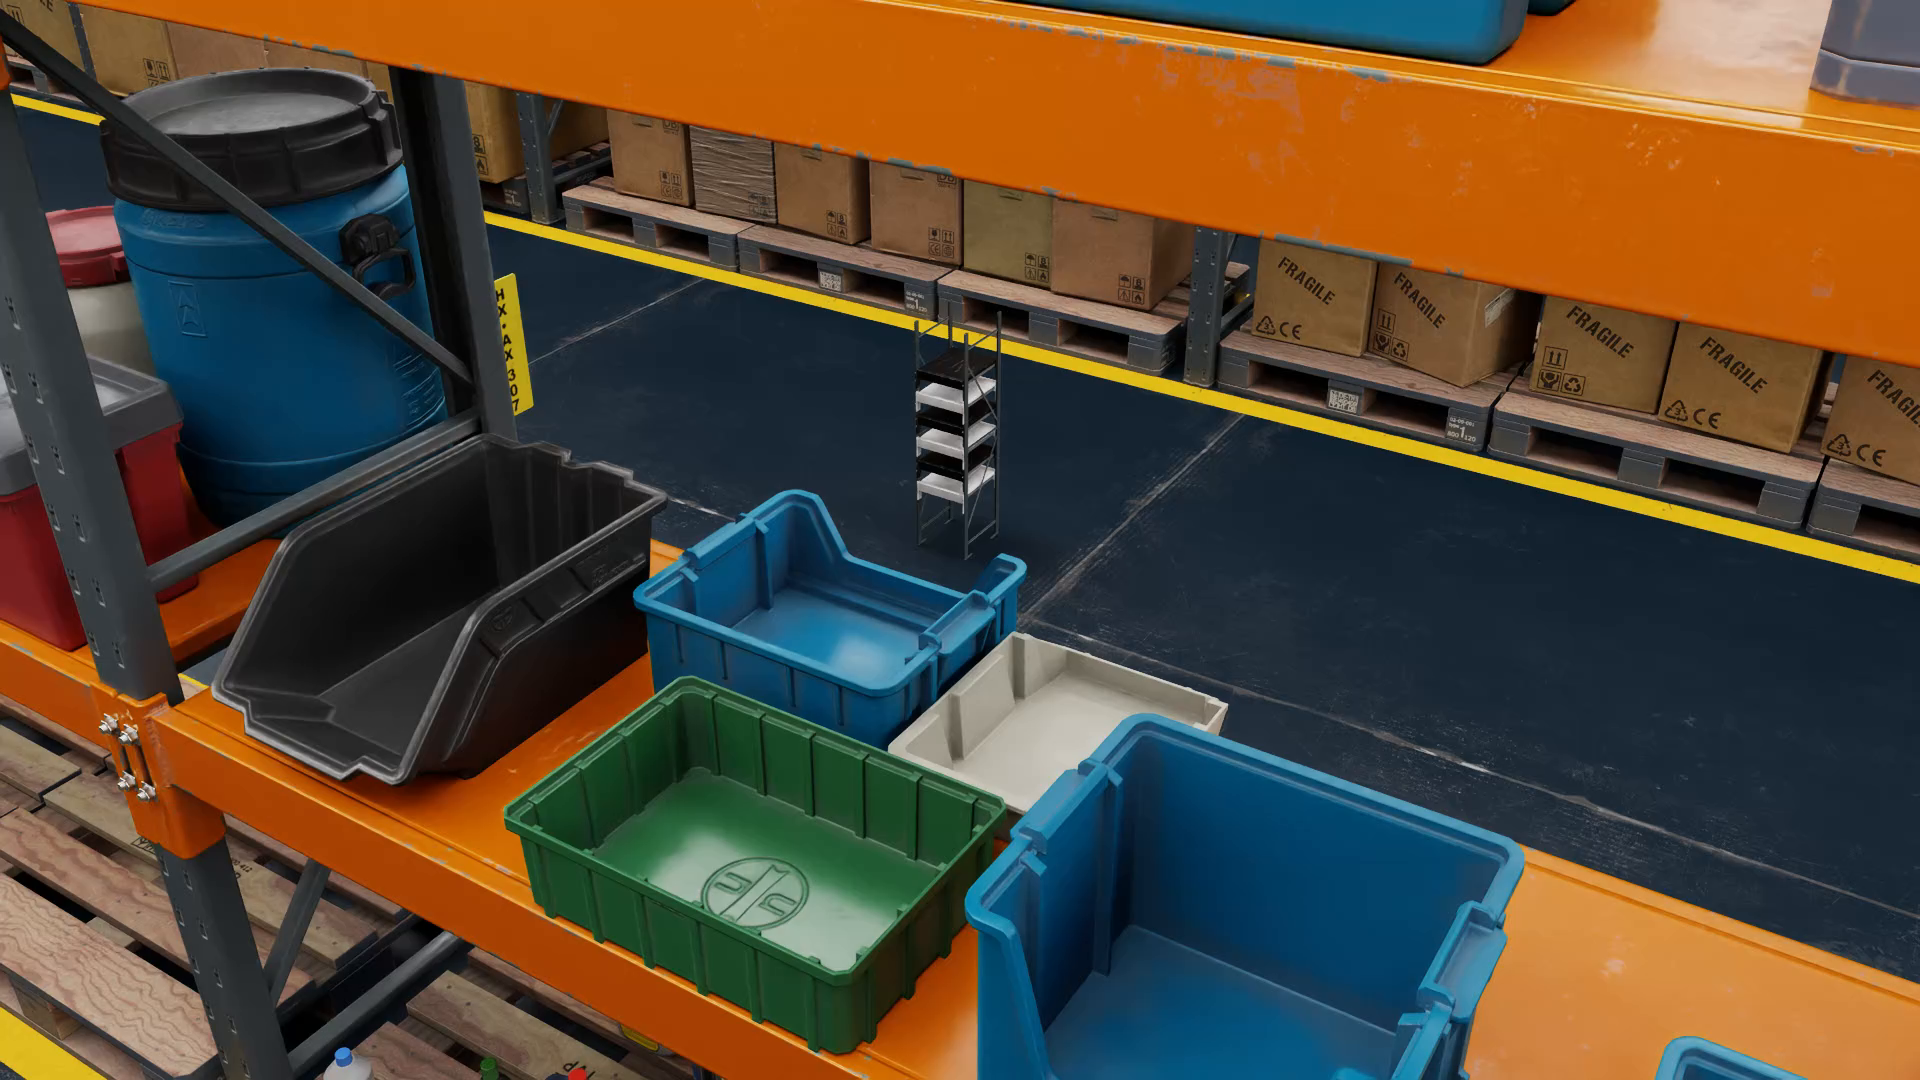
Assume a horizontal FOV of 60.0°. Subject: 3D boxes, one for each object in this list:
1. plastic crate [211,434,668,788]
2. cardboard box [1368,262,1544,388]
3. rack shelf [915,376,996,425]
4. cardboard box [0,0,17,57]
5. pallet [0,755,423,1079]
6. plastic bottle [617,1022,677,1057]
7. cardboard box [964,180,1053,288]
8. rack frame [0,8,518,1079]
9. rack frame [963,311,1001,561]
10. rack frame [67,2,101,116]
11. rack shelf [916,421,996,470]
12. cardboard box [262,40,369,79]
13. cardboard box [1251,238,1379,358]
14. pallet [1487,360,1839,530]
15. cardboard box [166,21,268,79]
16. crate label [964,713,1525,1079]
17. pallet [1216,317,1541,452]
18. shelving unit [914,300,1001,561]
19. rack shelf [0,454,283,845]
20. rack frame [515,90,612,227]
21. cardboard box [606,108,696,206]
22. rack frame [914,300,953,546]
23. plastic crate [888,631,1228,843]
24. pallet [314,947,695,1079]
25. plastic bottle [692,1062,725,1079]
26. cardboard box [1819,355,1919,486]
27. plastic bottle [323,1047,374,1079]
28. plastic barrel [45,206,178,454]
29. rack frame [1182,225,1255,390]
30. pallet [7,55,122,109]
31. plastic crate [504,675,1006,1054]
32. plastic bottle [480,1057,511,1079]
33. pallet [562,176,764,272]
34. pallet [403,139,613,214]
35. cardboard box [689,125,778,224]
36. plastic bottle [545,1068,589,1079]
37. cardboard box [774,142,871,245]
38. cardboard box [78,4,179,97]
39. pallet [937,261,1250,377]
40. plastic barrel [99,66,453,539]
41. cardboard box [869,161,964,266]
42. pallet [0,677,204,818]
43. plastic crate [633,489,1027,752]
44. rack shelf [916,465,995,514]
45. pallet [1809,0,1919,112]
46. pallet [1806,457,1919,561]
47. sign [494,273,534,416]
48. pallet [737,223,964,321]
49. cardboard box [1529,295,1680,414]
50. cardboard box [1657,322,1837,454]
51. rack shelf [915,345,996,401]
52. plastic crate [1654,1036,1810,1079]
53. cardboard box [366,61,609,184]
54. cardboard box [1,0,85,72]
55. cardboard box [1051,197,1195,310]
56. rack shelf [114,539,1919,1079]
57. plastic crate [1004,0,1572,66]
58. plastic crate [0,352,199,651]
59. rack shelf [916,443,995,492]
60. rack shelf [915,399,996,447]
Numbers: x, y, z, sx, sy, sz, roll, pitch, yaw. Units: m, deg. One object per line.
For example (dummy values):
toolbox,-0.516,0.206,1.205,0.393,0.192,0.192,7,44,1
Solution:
plastic crate,-0.942,0.142,3.091,0.504,0.338,0.767,18,35,27
cardboard box,2.122,-1.020,7.086,0.500,0.500,0.500,-23,37,-33
rack shelf,-0.007,-0.518,5.953,0.200,0.077,0.258,18,35,27
cardboard box,-6.740,-4.052,11.911,0.875,0.875,0.875,18,35,27
pallet,-2.004,0.931,4.444,1.213,0.211,1.003,18,35,27
plastic bottle,-0.696,0.986,3.775,0.185,0.351,0.144,18,35,27
cardboard box,0.412,-1.613,8.082,0.500,0.500,0.700,17,34,27
rack frame,-1.318,-0.079,3.409,0.127,3.000,1.000,18,35,27
rack frame,0.079,-0.364,5.980,0.006,0.900,0.240,18,35,27
rack frame,-5.461,-4.336,10.706,0.127,3.000,1.000,18,35,27
rack shelf,-0.007,-0.362,6.044,0.200,0.077,0.258,18,35,27
cardboard box,-3.397,-2.964,10.046,0.875,0.875,1.225,18,35,27
cardboard box,1.632,-1.171,7.344,0.500,0.500,0.500,16,34,26
pallet,2.940,-0.497,6.893,1.213,0.211,1.003,18,35,27
cardboard box,-4.151,-3.198,10.447,0.875,0.875,1.225,16,34,26
crate label,0.367,0.599,2.211,0.616,0.435,0.502,18,35,27
pallet,1.902,-0.824,7.453,1.213,0.211,1.003,18,35,27
shelving unit,-0.007,-0.391,6.027,0.210,0.900,0.258,18,35,27
rack shelf,-3.012,-0.304,4.509,4.000,0.370,1.077,18,35,27
rack frame,-2.073,-3.265,8.869,0.127,3.000,1.000,18,35,27
cardboard box,-1.495,-2.204,9.095,0.500,0.500,0.700,16,34,25
rack frame,-0.093,-0.418,6.074,0.006,0.900,0.240,18,35,27
plastic crate,0.192,0.362,2.915,0.437,0.136,0.530,18,35,27
pallet,-0.772,1.323,3.773,1.213,0.211,1.003,18,35,27
plastic bottle,-0.515,1.078,3.692,0.135,0.276,0.152,18,35,27
cardboard box,3.658,-0.543,6.268,0.500,0.500,0.500,-25,38,-36
plastic bottle,-1.281,1.182,3.519,0.097,0.271,0.097,0,30,0
plastic barrel,-2.012,-0.488,3.975,0.433,0.535,0.433,0,30,0
rack frame,1.315,-2.193,7.032,0.127,3.000,1.000,18,35,27
pallet,-6.063,-3.369,11.815,1.213,0.211,1.003,18,35,27
plastic crate,-0.319,0.496,2.633,0.662,0.188,0.450,18,35,27
plastic bottle,-0.937,1.206,3.465,0.133,0.283,0.061,18,35,27
pallet,-1.412,-1.850,9.212,1.213,0.211,1.003,18,35,27
pallet,-2.701,-2.304,9.989,1.213,0.211,1.003,18,35,27
cardboard box,-1.018,-2.061,8.850,0.500,0.500,0.700,15,33,23
plastic bottle,-0.779,1.207,3.397,0.185,0.351,0.144,18,35,27
cardboard box,-0.534,-1.912,8.595,0.500,0.500,0.700,21,36,31
cardboard box,-4.908,-3.437,10.856,0.875,0.875,1.225,18,35,27
pallet,0.655,-1.197,8.092,1.213,0.211,1.003,18,35,27
plastic barrel,-1.484,-0.528,3.682,0.708,0.901,0.600,18,35,27
cardboard box,-0.062,-1.763,8.339,0.500,0.500,0.700,14,33,23
pallet,-3.042,0.605,5.003,1.213,0.211,1.003,18,35,27
plastic crate,-0.237,0.166,3.137,0.616,0.251,0.499,18,35,27
rack shelf,-0.007,-0.207,6.134,0.200,0.077,0.258,18,35,27
pallet,1.421,-0.485,1.315,1.213,0.211,1.003,18,35,27
pallet,3.969,-0.170,6.332,1.213,0.211,1.003,18,35,27
sign,-1.016,-0.431,3.737,0.005,0.325,0.100,18,35,27
pallet,-0.383,-1.523,8.651,1.213,0.211,1.003,18,35,27
cardboard box,2.689,-0.888,6.859,0.500,0.500,0.500,14,33,23
cardboard box,3.138,-0.719,6.570,0.500,0.500,0.500,21,36,32
rack shelf,-0.007,-0.595,5.908,0.200,0.077,0.258,18,35,27
plastic crate,0.940,0.874,1.923,0.408,0.251,0.499,18,35,27
cardboard box,-2.646,-2.722,9.631,0.875,0.875,1.225,16,34,25
cardboard box,-5.977,-3.811,11.497,0.875,0.875,0.875,18,35,27
cardboard box,0.806,-1.477,7.849,0.500,0.500,0.700,15,33,24
rack shelf,0.376,0.767,2.672,4.000,0.370,1.077,18,35,27
plastic crate,0.294,-0.679,1.476,0.575,0.384,0.392,18,35,27
plastic crate,-1.891,-0.106,3.391,0.583,0.464,0.402,18,35,27
rack shelf,-0.007,-0.284,6.089,0.200,0.077,0.258,18,35,27
rack shelf,-0.007,-0.440,5.998,0.200,0.077,0.258,18,35,27
